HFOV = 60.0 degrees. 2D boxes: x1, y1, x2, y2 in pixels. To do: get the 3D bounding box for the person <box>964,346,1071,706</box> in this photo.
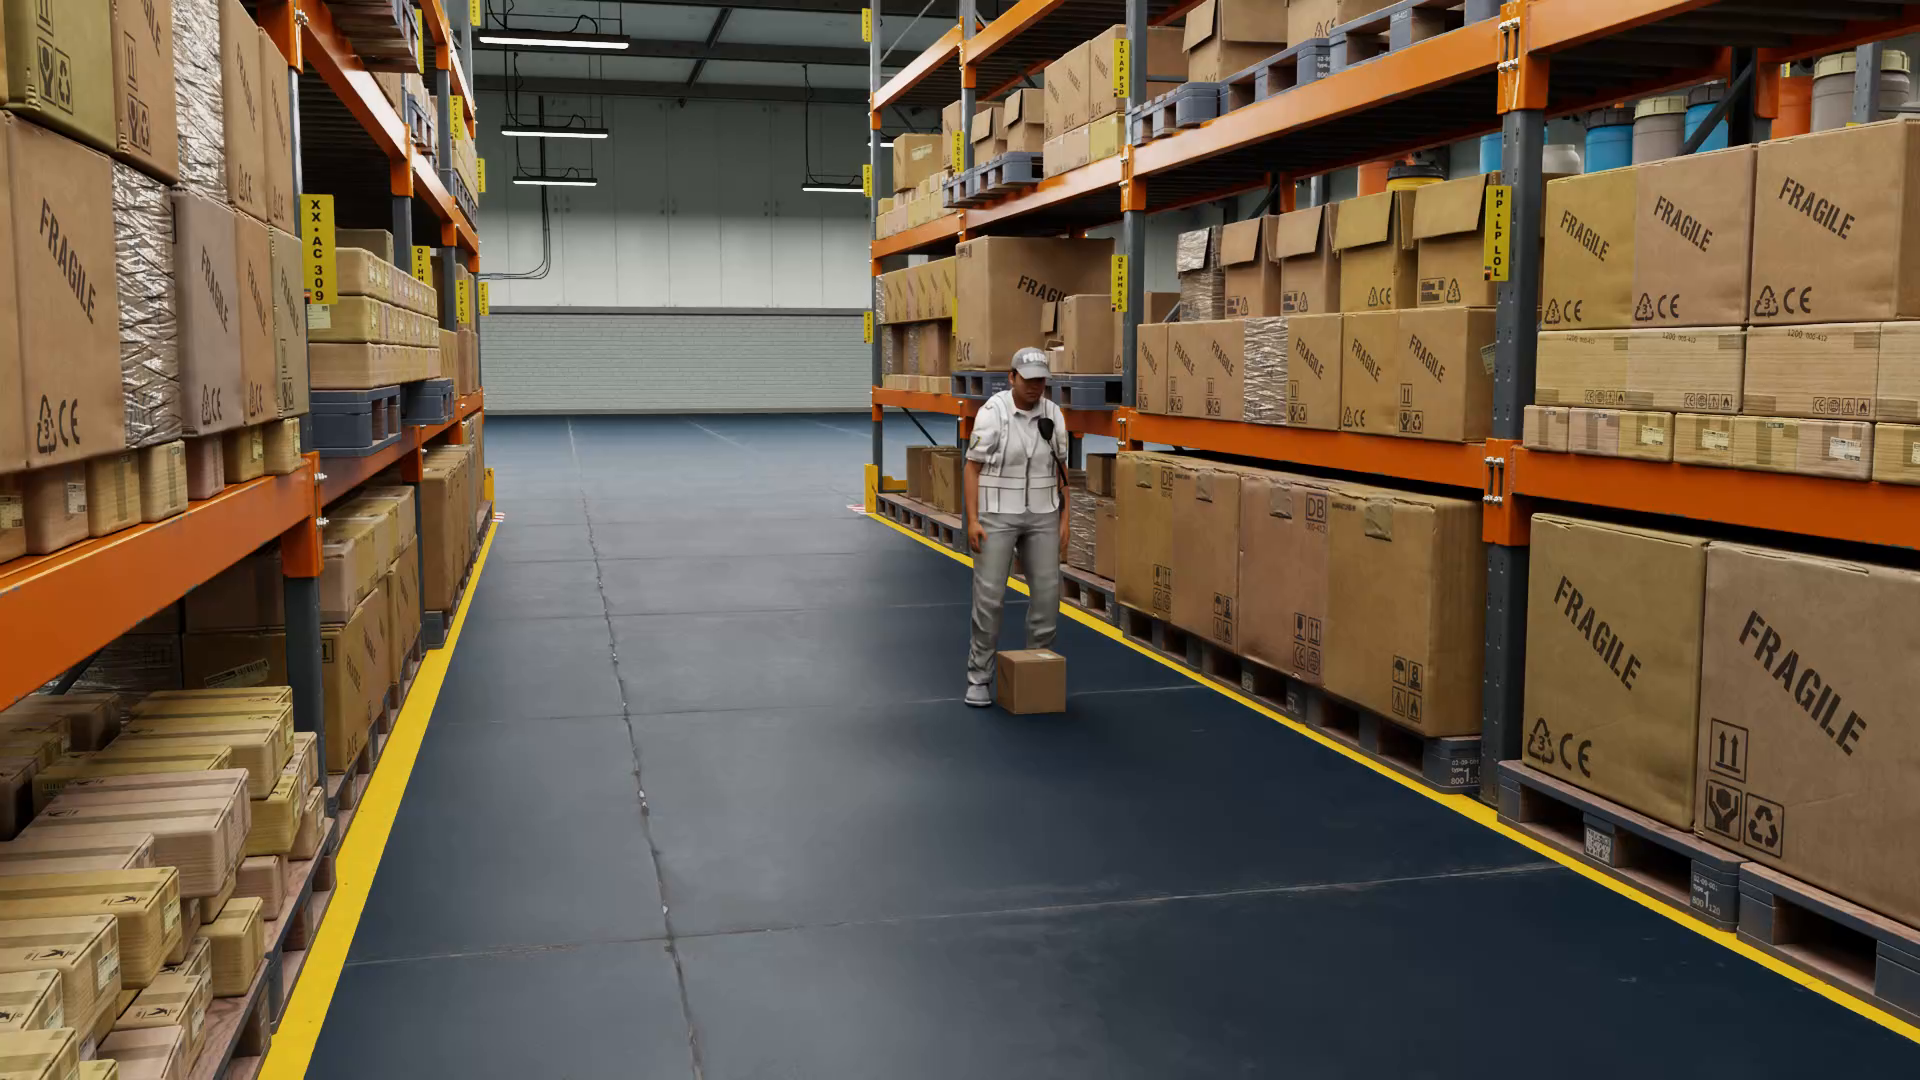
[{"bbox_3d":[0.270,-0.071,7.815,0.552,1.664,0.469,-2,7,-17],"label":"person"}]
